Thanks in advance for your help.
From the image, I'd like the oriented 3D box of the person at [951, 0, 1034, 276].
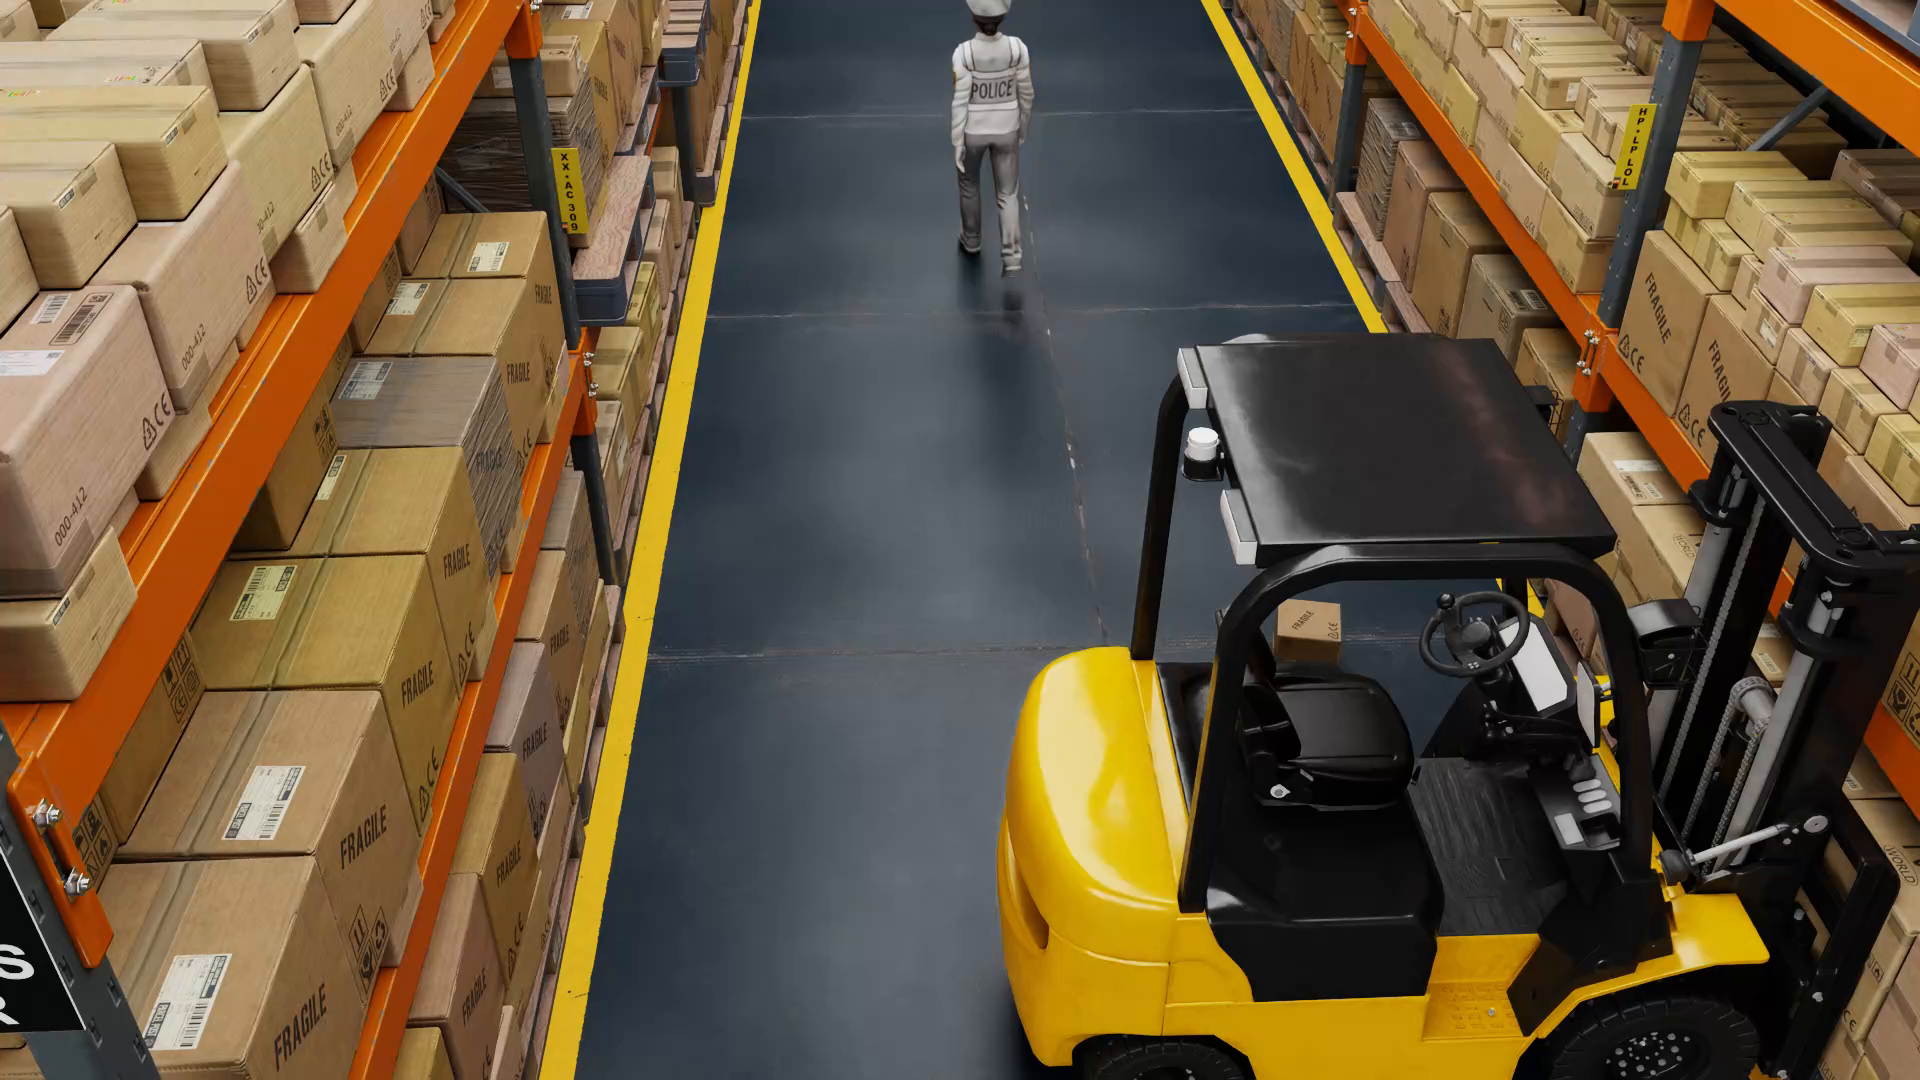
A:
[{"bbox_3d":[0.177,-2.297,9.334,0.480,1.651,0.910,-4,36,-6],"label":"person"}]
